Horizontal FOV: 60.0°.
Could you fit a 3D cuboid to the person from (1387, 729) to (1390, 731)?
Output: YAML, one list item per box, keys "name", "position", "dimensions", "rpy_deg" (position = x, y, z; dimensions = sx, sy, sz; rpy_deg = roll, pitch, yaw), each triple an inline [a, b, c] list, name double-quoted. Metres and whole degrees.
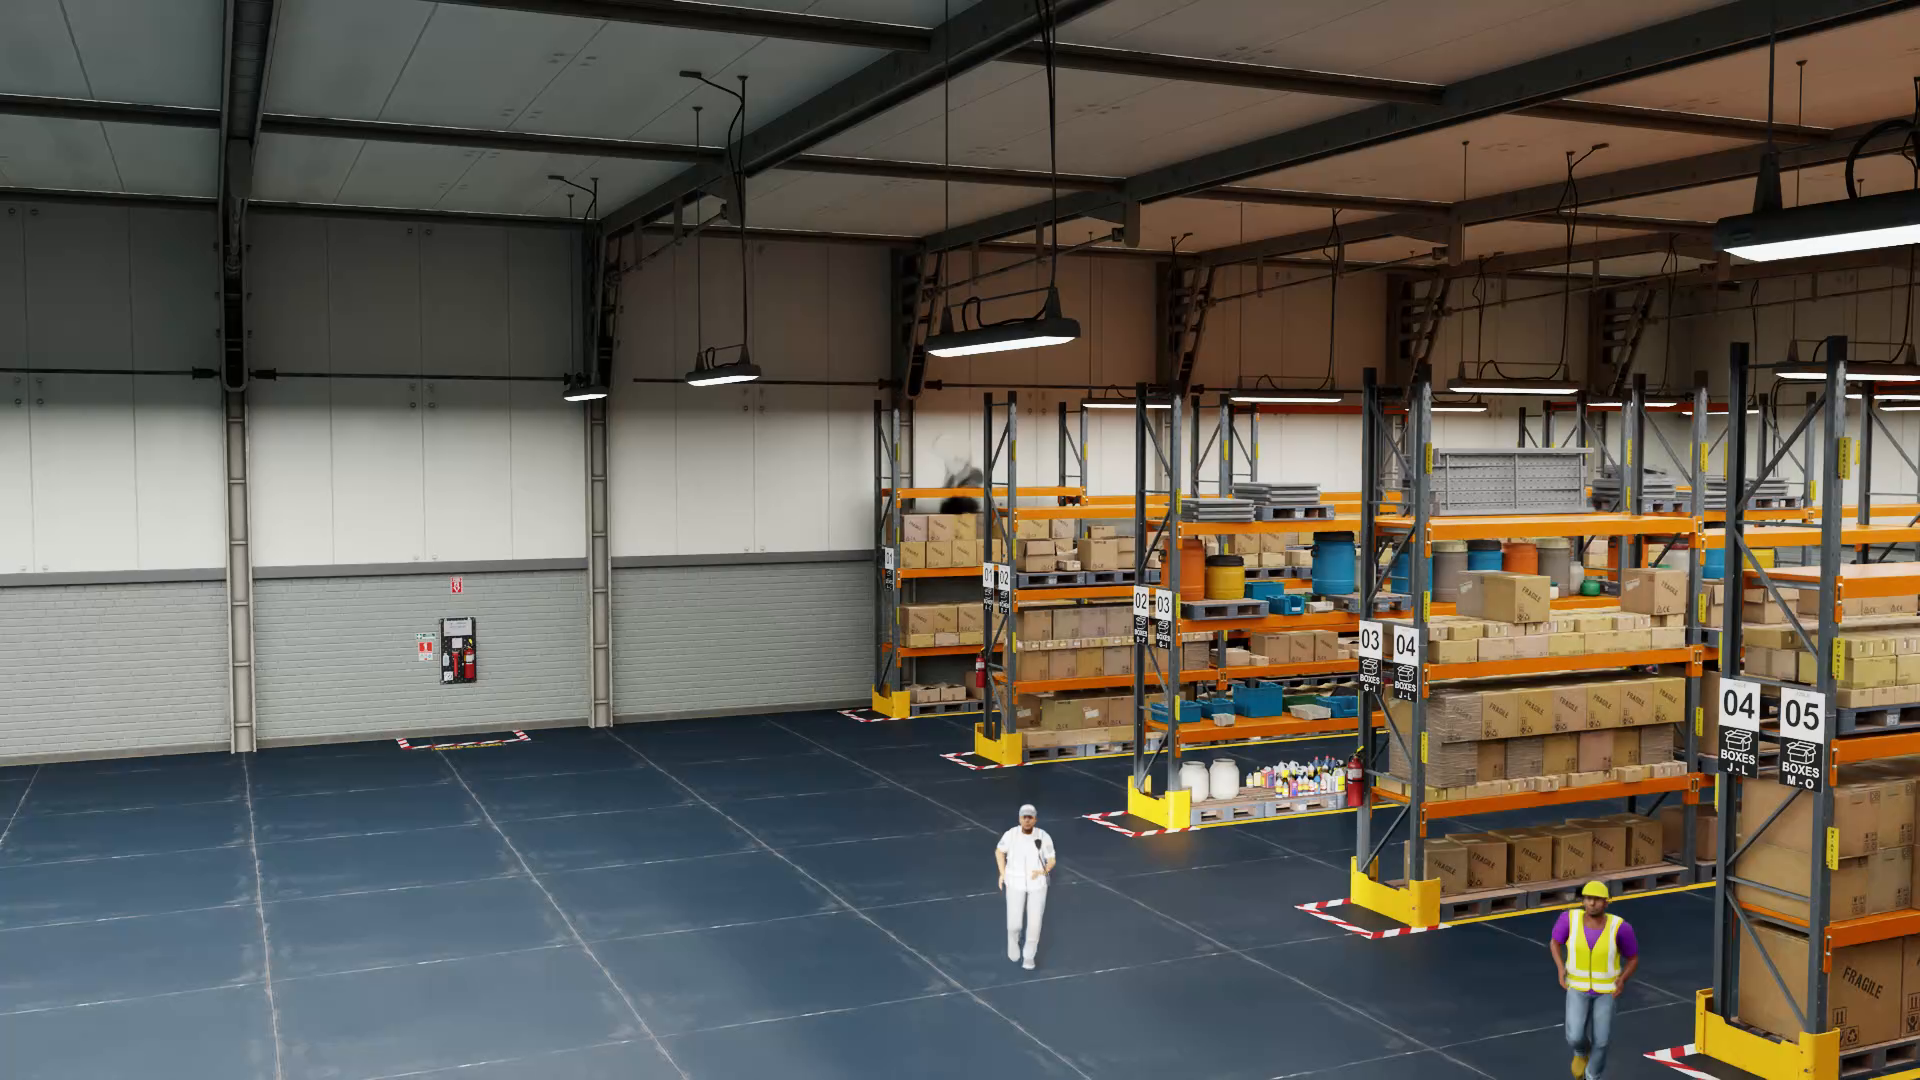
- name: "person"
  position: [7.303, 2.718, 27.293]
  dimensions: [0.601, 1.715, 0.631]
  rpy_deg: [-2, 4, -33]

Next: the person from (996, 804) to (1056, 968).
- name: "person"
  position: [0.641, 3.399, 16.247]
  dimensions: [0.593, 1.622, 0.557]
  rpy_deg: [0, 3, 2]

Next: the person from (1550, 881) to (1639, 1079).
- name: "person"
  position: [4.999, 3.545, 13.159]
  dimensions: [0.671, 1.729, 0.553]
  rpy_deg: [2, 4, 26]
